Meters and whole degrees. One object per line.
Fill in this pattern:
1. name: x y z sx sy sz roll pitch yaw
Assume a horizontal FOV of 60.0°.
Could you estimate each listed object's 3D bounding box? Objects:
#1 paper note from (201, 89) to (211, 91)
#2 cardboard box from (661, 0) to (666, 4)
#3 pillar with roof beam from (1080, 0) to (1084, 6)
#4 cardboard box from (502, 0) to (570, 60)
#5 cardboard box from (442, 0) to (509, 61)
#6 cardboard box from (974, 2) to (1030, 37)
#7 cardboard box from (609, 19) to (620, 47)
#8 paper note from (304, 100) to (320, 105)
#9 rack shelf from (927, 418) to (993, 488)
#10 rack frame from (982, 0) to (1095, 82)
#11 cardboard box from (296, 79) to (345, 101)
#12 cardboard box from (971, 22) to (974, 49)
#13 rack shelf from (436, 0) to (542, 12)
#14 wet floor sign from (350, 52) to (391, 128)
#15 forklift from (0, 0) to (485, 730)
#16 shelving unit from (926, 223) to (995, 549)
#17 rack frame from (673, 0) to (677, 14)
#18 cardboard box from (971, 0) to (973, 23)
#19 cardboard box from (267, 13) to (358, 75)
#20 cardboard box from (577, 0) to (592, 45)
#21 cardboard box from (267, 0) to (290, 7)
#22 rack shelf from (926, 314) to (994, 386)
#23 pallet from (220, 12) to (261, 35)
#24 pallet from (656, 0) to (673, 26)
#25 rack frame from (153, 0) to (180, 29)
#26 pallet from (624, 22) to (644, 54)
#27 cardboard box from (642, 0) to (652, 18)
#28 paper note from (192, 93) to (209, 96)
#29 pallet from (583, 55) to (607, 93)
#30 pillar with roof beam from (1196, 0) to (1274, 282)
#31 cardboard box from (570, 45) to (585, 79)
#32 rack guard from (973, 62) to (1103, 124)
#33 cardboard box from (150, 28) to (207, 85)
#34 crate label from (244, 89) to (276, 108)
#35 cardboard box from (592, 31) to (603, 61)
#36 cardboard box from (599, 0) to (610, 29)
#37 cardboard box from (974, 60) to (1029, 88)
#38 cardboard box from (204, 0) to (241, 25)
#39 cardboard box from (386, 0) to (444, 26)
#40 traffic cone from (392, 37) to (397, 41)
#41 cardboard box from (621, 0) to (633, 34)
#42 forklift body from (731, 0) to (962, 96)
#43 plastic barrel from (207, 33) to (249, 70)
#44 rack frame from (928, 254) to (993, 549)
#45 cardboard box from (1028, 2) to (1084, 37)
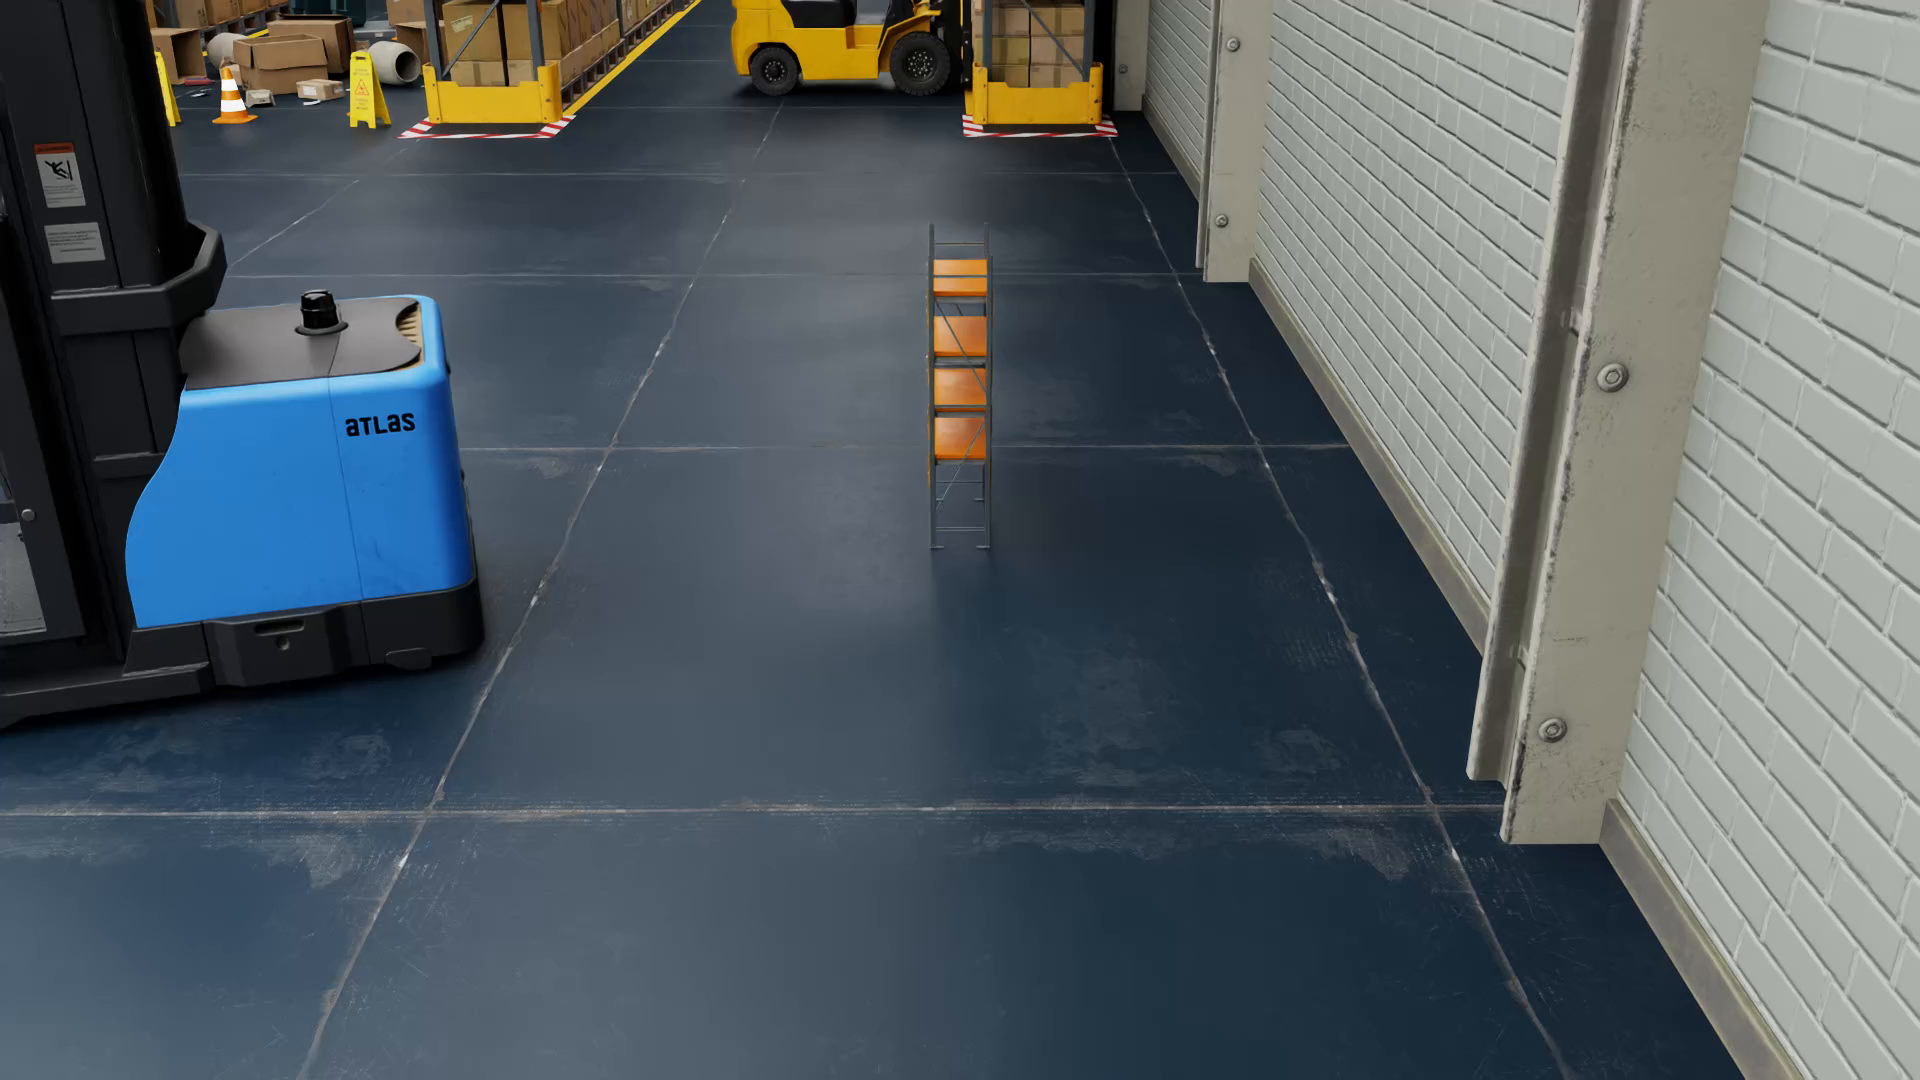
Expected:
1. paper note: -7.609 -4.540 16.777 0.032 0.001 0.123 13 27 27
2. cardboard box: -4.351 -7.258 21.837 0.950 0.372 0.625 -2 24 -4
3. pillar with roof beam: -2.773 -10.702 19.492 9.100 9.000 0.400 0 24 -1
4. cardboard box: -3.993 -4.824 15.694 0.500 0.500 0.500 -1 24 -2
5. cardboard box: -4.530 -4.810 15.662 0.500 0.500 0.500 0 24 0
6. cardboard box: 0.386 -4.807 15.352 0.500 0.250 0.500 1 24 1
7. cardboard box: -4.029 -5.545 18.197 0.500 0.250 0.500 1 24 2
8. paper note: -6.261 -4.228 16.062 0.148 0.019 0.142 -9 26 -19
9. rack shelf: -0.002 -0.373 6.763 0.258 0.148 0.480 0 24 -1
10. rack frame: 0.703 -5.224 14.661 1.000 3.000 0.127 0 24 -1
11. cardboard box: -6.294 -4.432 16.370 0.380 0.149 0.250 13 27 27
12. cardboard box: 0.364 -5.009 16.406 0.500 0.250 0.500 -1 24 -2
13. rack shelf: -4.282 -5.697 16.579 1.077 0.370 4.000 0 24 -1
14. wet floor sign: -5.328 -4.045 14.910 0.267 0.644 0.232 8 26 18
15. forklift: -3.238 -0.911 5.208 3.031 2.935 1.130 -7 25 -16
16. shelving unit: -0.002 -0.615 6.654 0.258 1.200 0.503 0 24 -1
17. rack frame: -4.347 -8.497 21.897 1.000 3.000 0.127 0 24 -1
18. cardboard box: 0.359 -5.225 16.277 0.500 0.250 0.500 0 24 0
19. cardboard box: -6.829 -5.223 17.522 0.797 0.637 0.503 0 24 -1
20. cardboard box: -4.001 -5.246 16.627 0.500 0.500 0.500 0 24 0
21. cardboard box: -9.379 -7.348 21.577 1.050 0.750 0.750 -1 24 -1
22. rack shelf: -0.002 -0.757 6.589 0.258 0.148 0.480 0 24 -1
23. pallet: -9.352 -6.336 20.503 1.003 0.211 1.213 0 24 -1
24. pallet: -4.340 -6.905 21.760 1.003 0.211 1.213 0 24 -1
25. rack frame: -9.252 -6.785 18.112 1.000 3.000 0.127 0 24 -1
26. pallet: -4.314 -5.899 19.537 1.003 0.211 1.213 0 24 -1
27. cardboard box: -4.333 -6.642 20.474 0.950 0.372 0.625 1 24 1
28. paper note: -7.528 -4.420 16.487 0.144 0.017 0.142 8 26 18
29. pallet: -4.245 -4.798 17.102 1.003 0.211 1.213 0 24 -1
30. pillar with roof beam: -2.642 -5.757 8.559 9.100 9.000 0.400 0 24 -1
31. cardboard box: -3.990 -4.683 16.292 0.500 0.250 0.500 1 24 1
32. rack guard: 0.703 -4.076 15.155 1.175 0.500 0.348 0 24 -1
33. cardboard box: -8.209 -5.012 17.222 0.500 0.500 0.500 4 25 9
34. crate label: -6.732 -4.246 15.972 0.250 0.136 0.298 -14 28 -28
35. cardboard box: -4.012 -5.116 17.249 0.500 0.250 0.500 0 24 0
36. cardboard box: -4.022 -5.677 17.579 0.500 0.500 0.500 0 24 0
37. cardboard box: 0.382 -4.355 15.566 0.500 0.250 0.500 0 24 0
38. cardboard box: -9.356 -6.604 19.932 1.050 0.750 0.750 0 24 -1
39. cardboard box: -6.083 -6.035 18.567 0.500 0.500 0.500 0 24 -1
40. traffic cone: -6.720 -6.313 20.146 0.336 0.463 0.334 0 24 -1
41. cardboard box: -4.312 -6.059 19.186 0.950 0.372 0.625 0 24 0
42. forklift body: -1.142 -5.611 16.546 2.313 2.155 1.214 0 24 -1
43. plastic barrel: -7.706 -5.151 17.624 0.512 0.421 0.421 19 30 35
44. rack frame: 0.001 -0.514 6.431 0.240 1.200 0.015 0 24 -1
45. cardboard box: 0.887 -4.817 15.375 0.500 0.250 0.500 -1 24 -1
